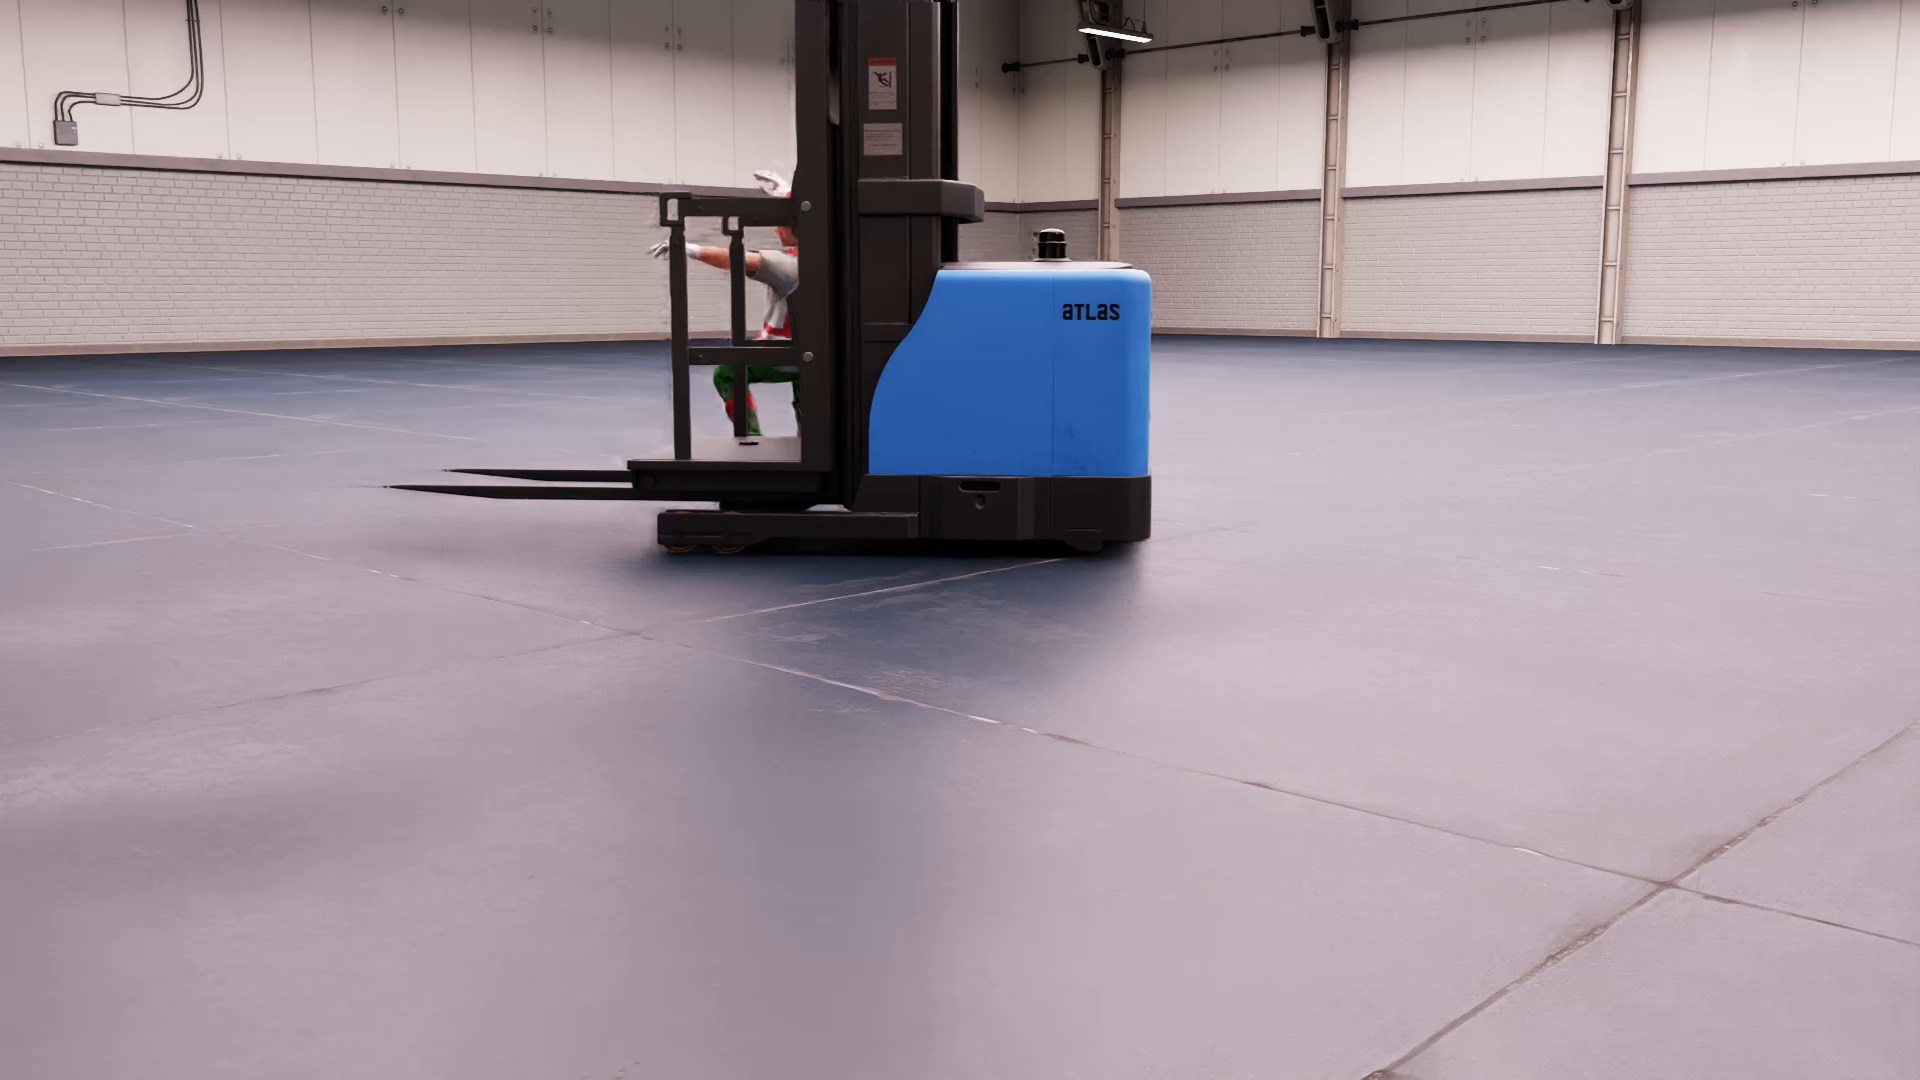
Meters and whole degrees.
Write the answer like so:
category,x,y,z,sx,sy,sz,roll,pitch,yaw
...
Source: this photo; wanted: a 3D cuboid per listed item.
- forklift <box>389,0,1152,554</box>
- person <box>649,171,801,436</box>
category,x,y,z,sx,sy,sz,roll,pitch,yaw
forklift,-0.747,-1.472,6.647,3.031,2.935,1.130,1,9,5
person,-1.111,-1.008,8.175,1.112,1.596,0.862,-5,10,-32
